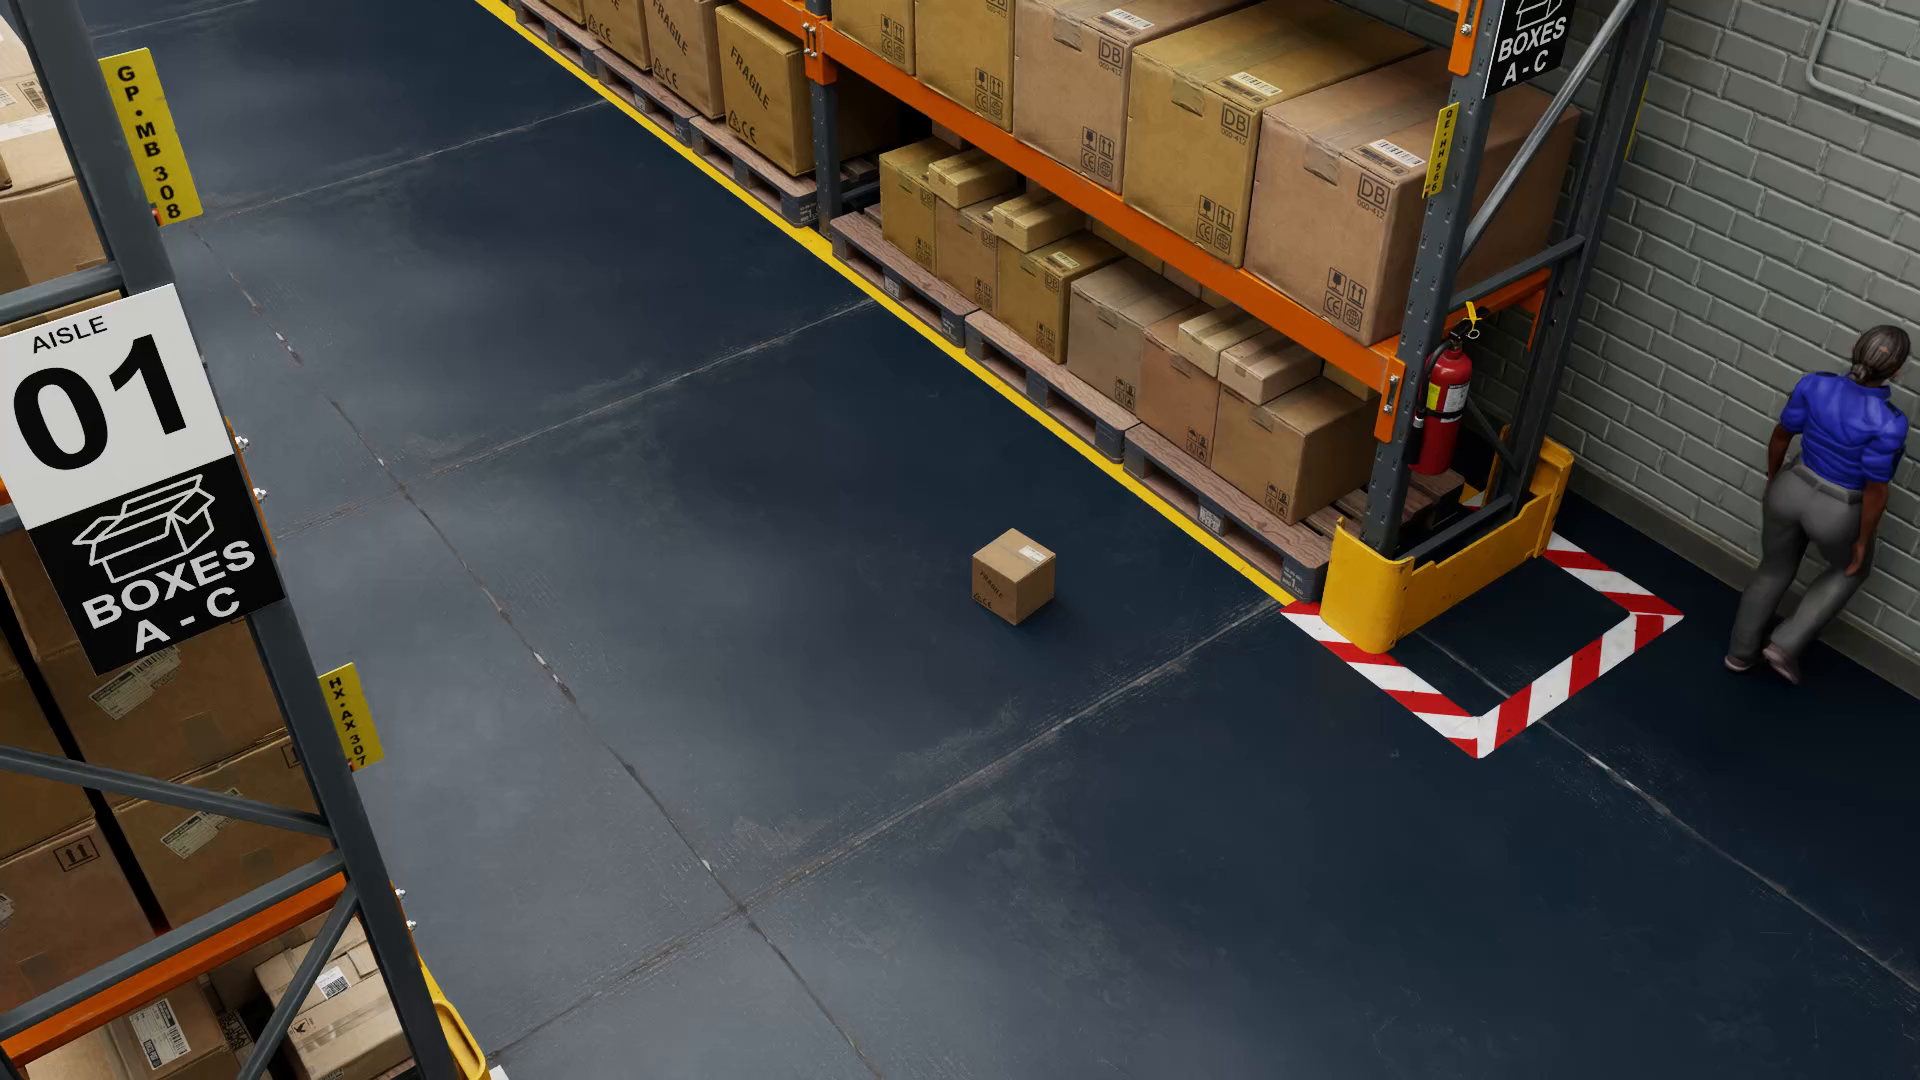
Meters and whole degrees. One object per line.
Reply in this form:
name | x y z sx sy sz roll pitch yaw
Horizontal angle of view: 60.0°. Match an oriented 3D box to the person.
person | 3.276 -0.136 6.309 0.445 1.668 0.495 -27 47 -28
